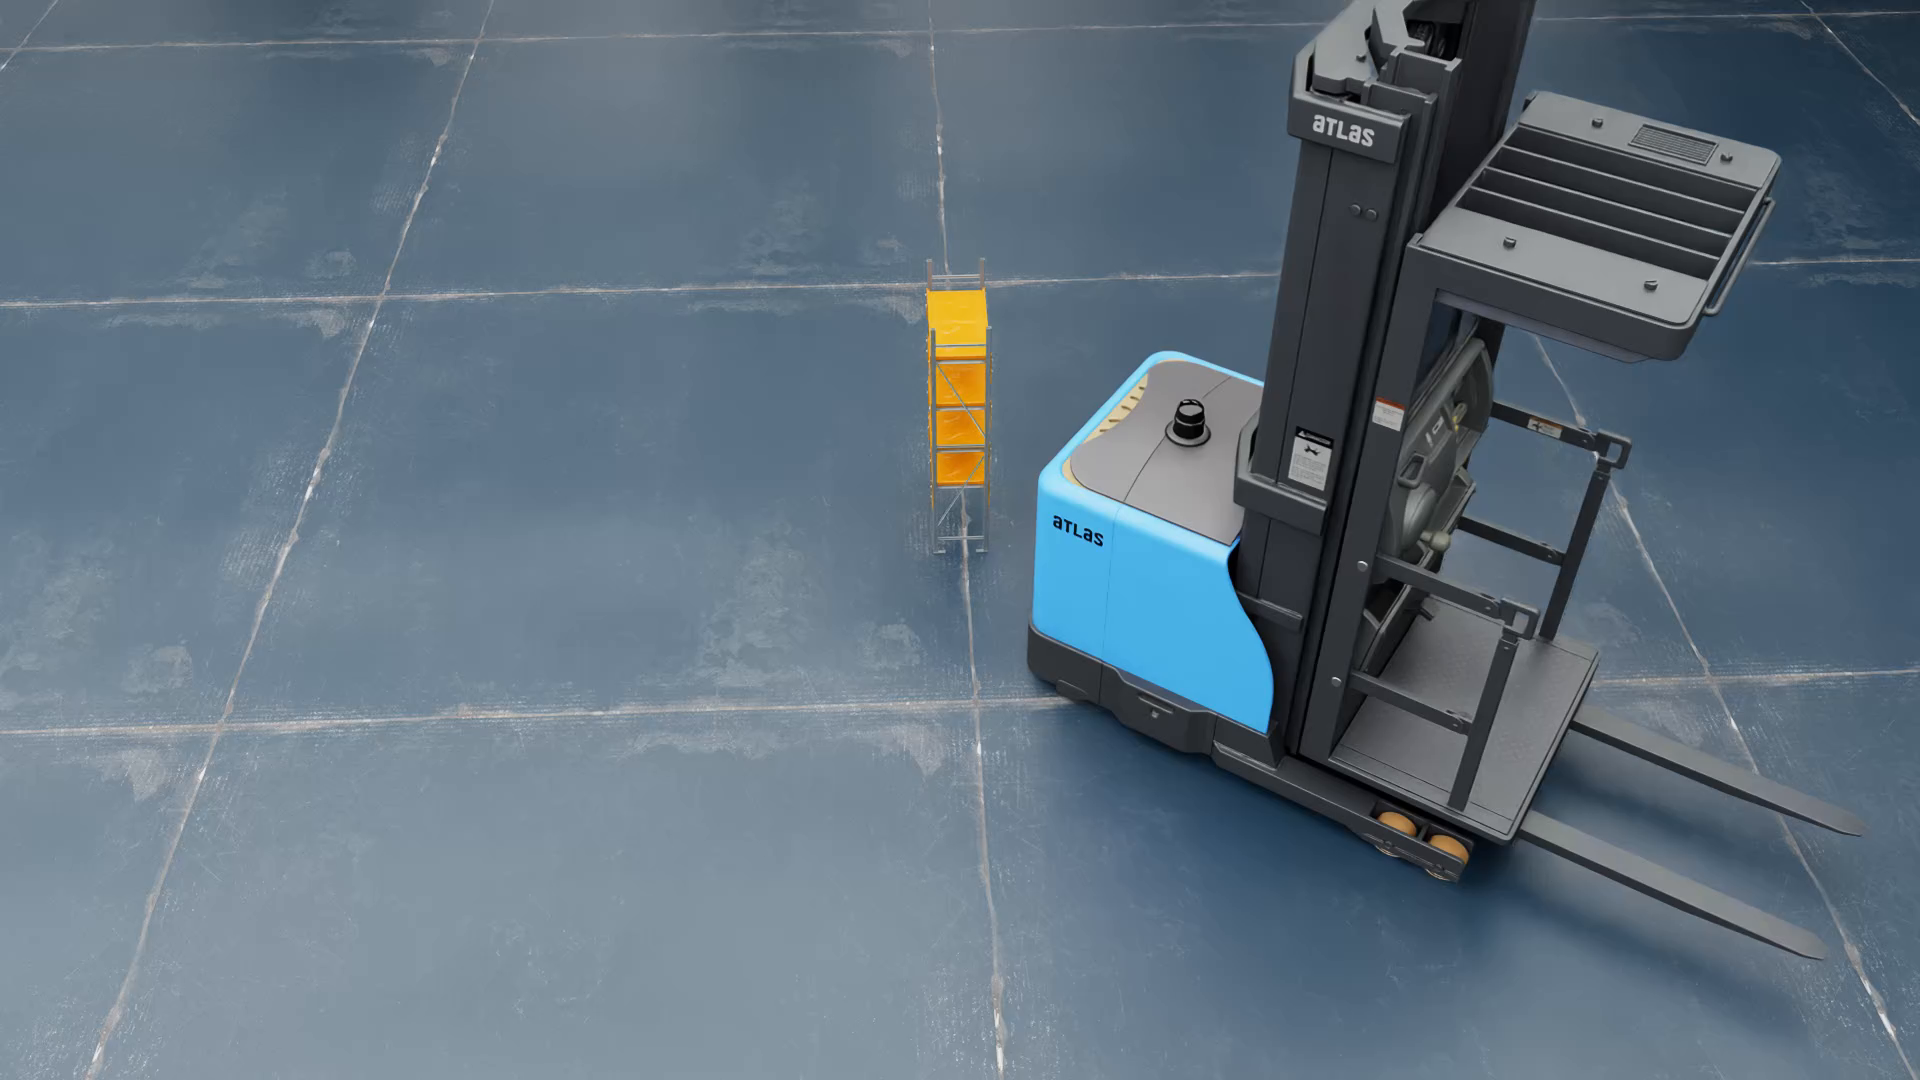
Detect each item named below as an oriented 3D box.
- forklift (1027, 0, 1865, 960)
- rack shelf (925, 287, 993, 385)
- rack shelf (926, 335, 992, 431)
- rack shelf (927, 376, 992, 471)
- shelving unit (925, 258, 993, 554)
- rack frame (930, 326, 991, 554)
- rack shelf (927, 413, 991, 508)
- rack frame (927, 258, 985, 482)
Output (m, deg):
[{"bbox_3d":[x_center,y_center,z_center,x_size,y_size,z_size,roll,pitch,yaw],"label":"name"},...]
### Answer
[{"bbox_3d":[1.789,-0.258,5.512,3.031,2.935,1.130,23,47,23],"label":"forklift"},{"bbox_3d":[-0.007,-0.844,6.851,0.258,0.148,0.480,-2,43,-2],"label":"rack shelf"},{"bbox_3d":[-0.007,-0.669,7.010,0.258,0.148,0.480,-2,43,-2],"label":"rack shelf"},{"bbox_3d":[-0.007,-0.504,7.162,0.258,0.148,0.480,-2,43,-2],"label":"rack shelf"},{"bbox_3d":[-0.007,-0.554,7.116,0.258,1.200,0.503,-2,43,-2],"label":"shelving unit"},{"bbox_3d":[0.003,-0.389,6.936,0.240,1.200,0.015,-2,43,-2],"label":"rack frame"},{"bbox_3d":[-0.007,-0.358,7.296,0.258,0.148,0.480,-2,43,-2],"label":"rack shelf"},{"bbox_3d":[-0.017,-0.719,7.296,0.240,1.200,0.015,-2,43,-2],"label":"rack frame"}]
